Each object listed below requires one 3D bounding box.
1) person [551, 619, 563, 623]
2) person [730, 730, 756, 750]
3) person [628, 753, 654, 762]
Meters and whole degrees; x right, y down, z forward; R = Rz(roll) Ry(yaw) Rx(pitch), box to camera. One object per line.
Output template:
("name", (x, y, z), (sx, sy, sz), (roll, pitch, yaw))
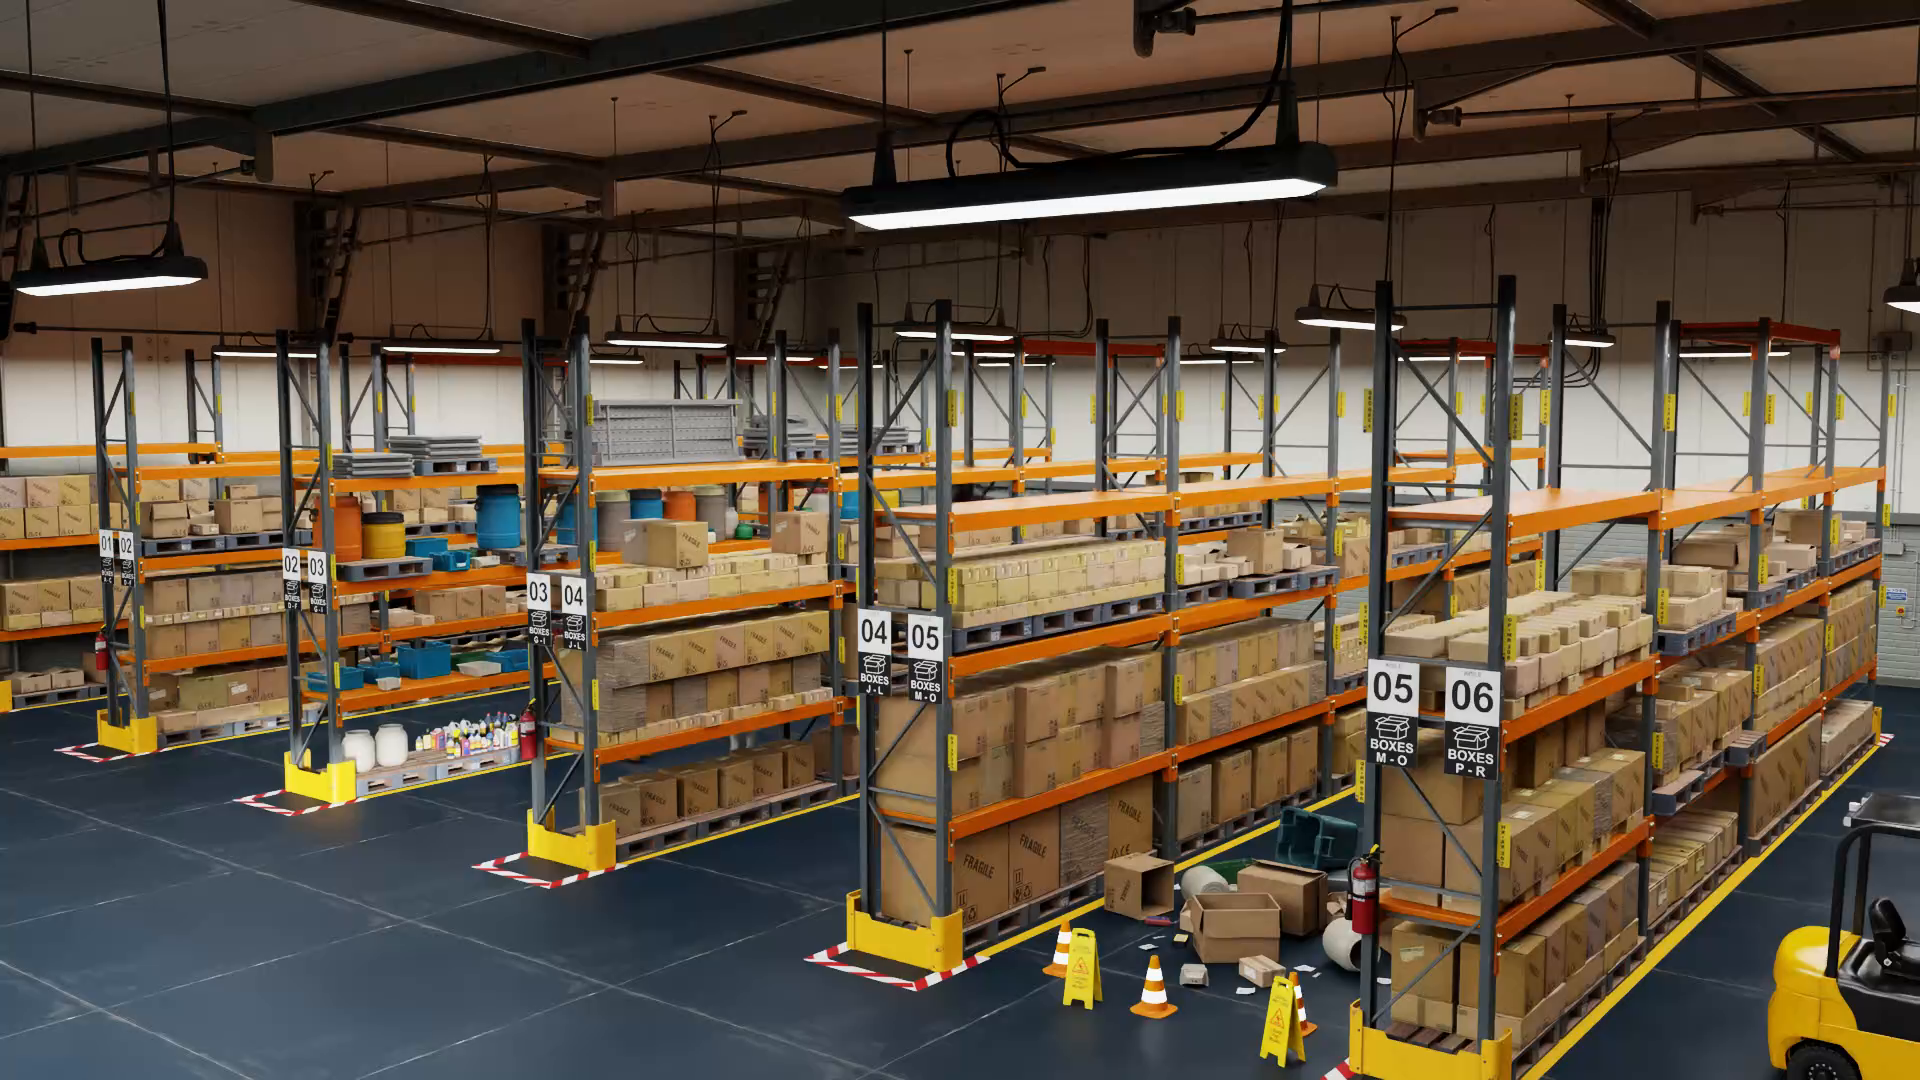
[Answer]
("person", (-8.028, 1.378, 33.331), (0.577, 1.791, 0.599), (0, 5, -2))
("person", (-3.022, 2.375, 22.747), (0.472, 1.713, 0.546), (0, 5, -2))
("person", (-4.579, 2.230, 23.601), (0.564, 1.809, 0.617), (4, 6, 37))
